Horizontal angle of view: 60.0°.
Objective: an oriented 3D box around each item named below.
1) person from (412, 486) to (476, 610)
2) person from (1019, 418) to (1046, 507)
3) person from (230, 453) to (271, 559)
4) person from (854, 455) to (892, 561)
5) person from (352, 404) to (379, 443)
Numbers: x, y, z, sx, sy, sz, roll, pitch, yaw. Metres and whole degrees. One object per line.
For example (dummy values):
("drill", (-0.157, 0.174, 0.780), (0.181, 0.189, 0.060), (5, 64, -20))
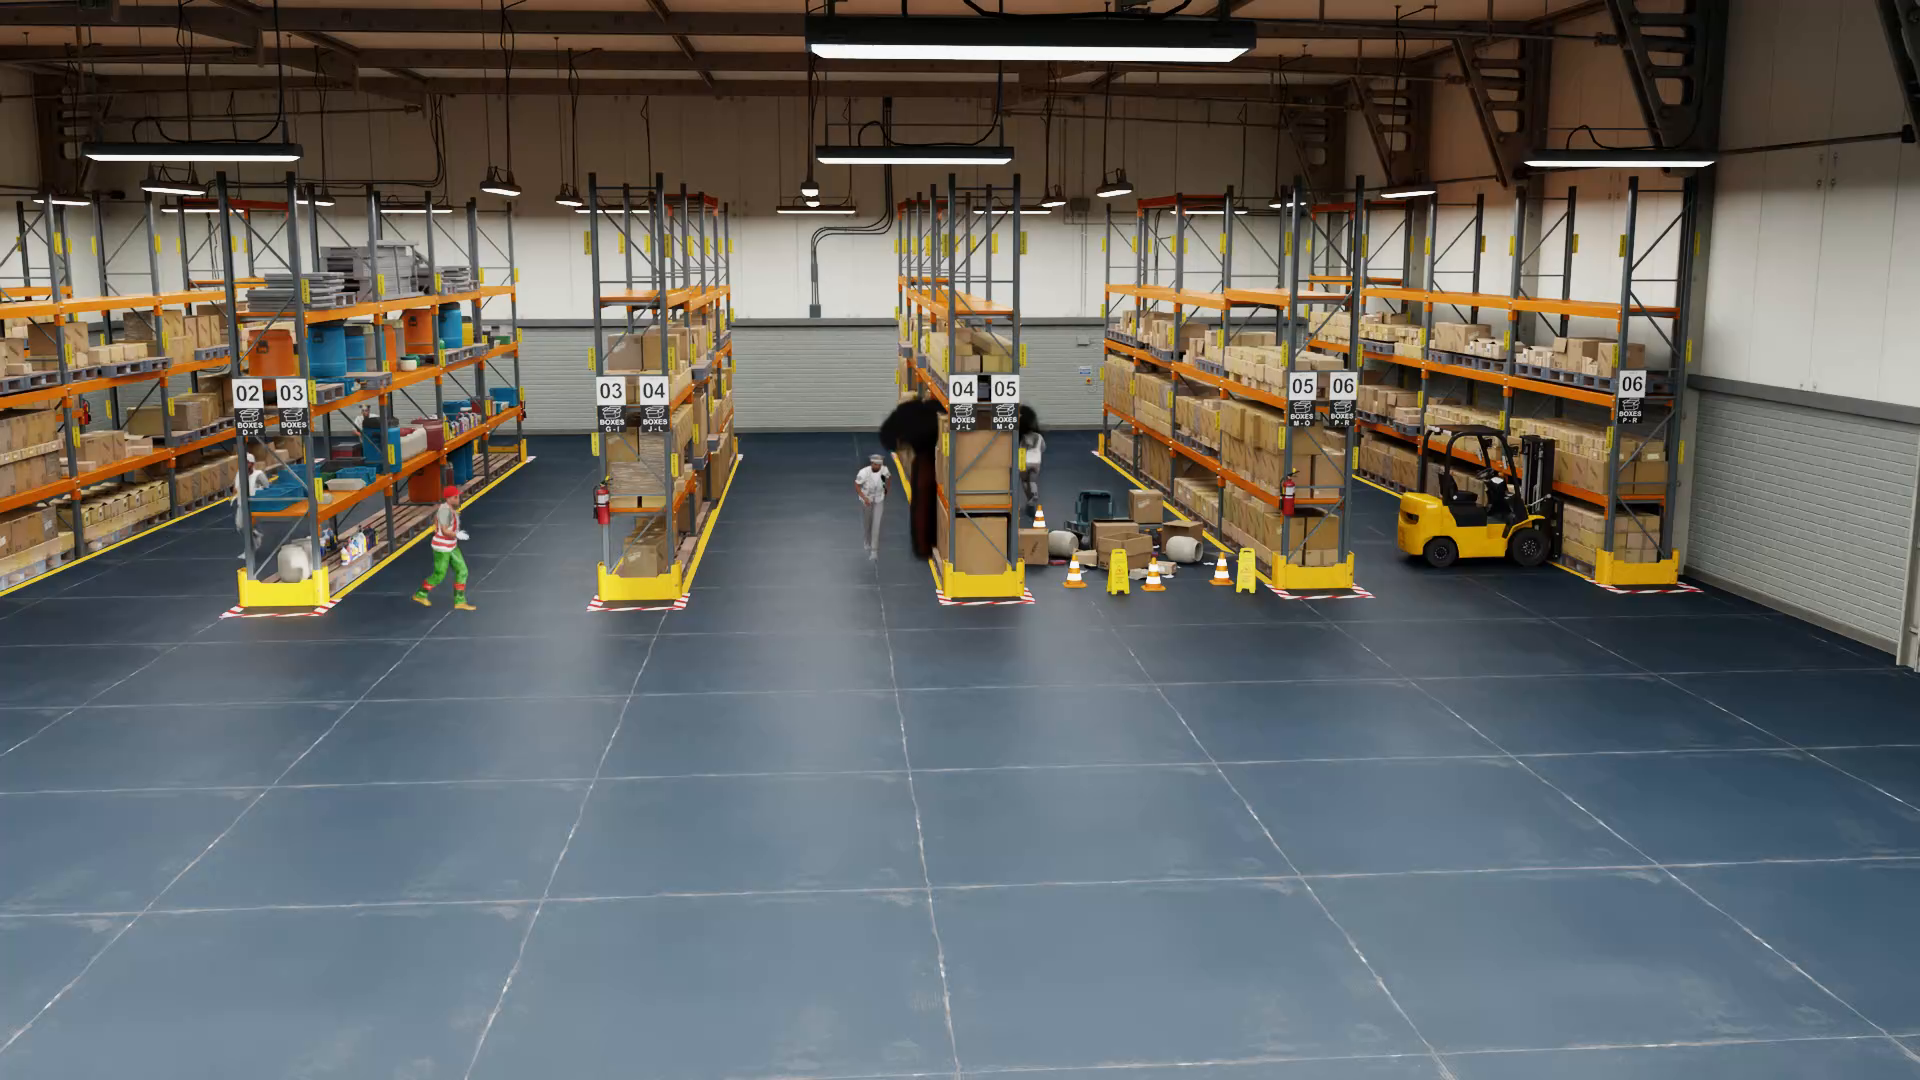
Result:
("person", (-7.149, 0.121, 22.876), (0.895, 1.745, 0.634), (0, 10, -1))
("person", (1.382, -1.464, 32.075), (0.645, 1.735, 0.679), (-2, 10, -13))
("person", (-11.442, -0.567, 27.006), (0.706, 1.730, 0.630), (3, 11, 18))
("person", (-1.355, -0.550, 25.735), (0.598, 1.634, 0.914), (-3, 10, -16))
("person", (-12.794, -2.142, 36.056), (0.678, 1.655, 0.861), (-3, 10, -16))
